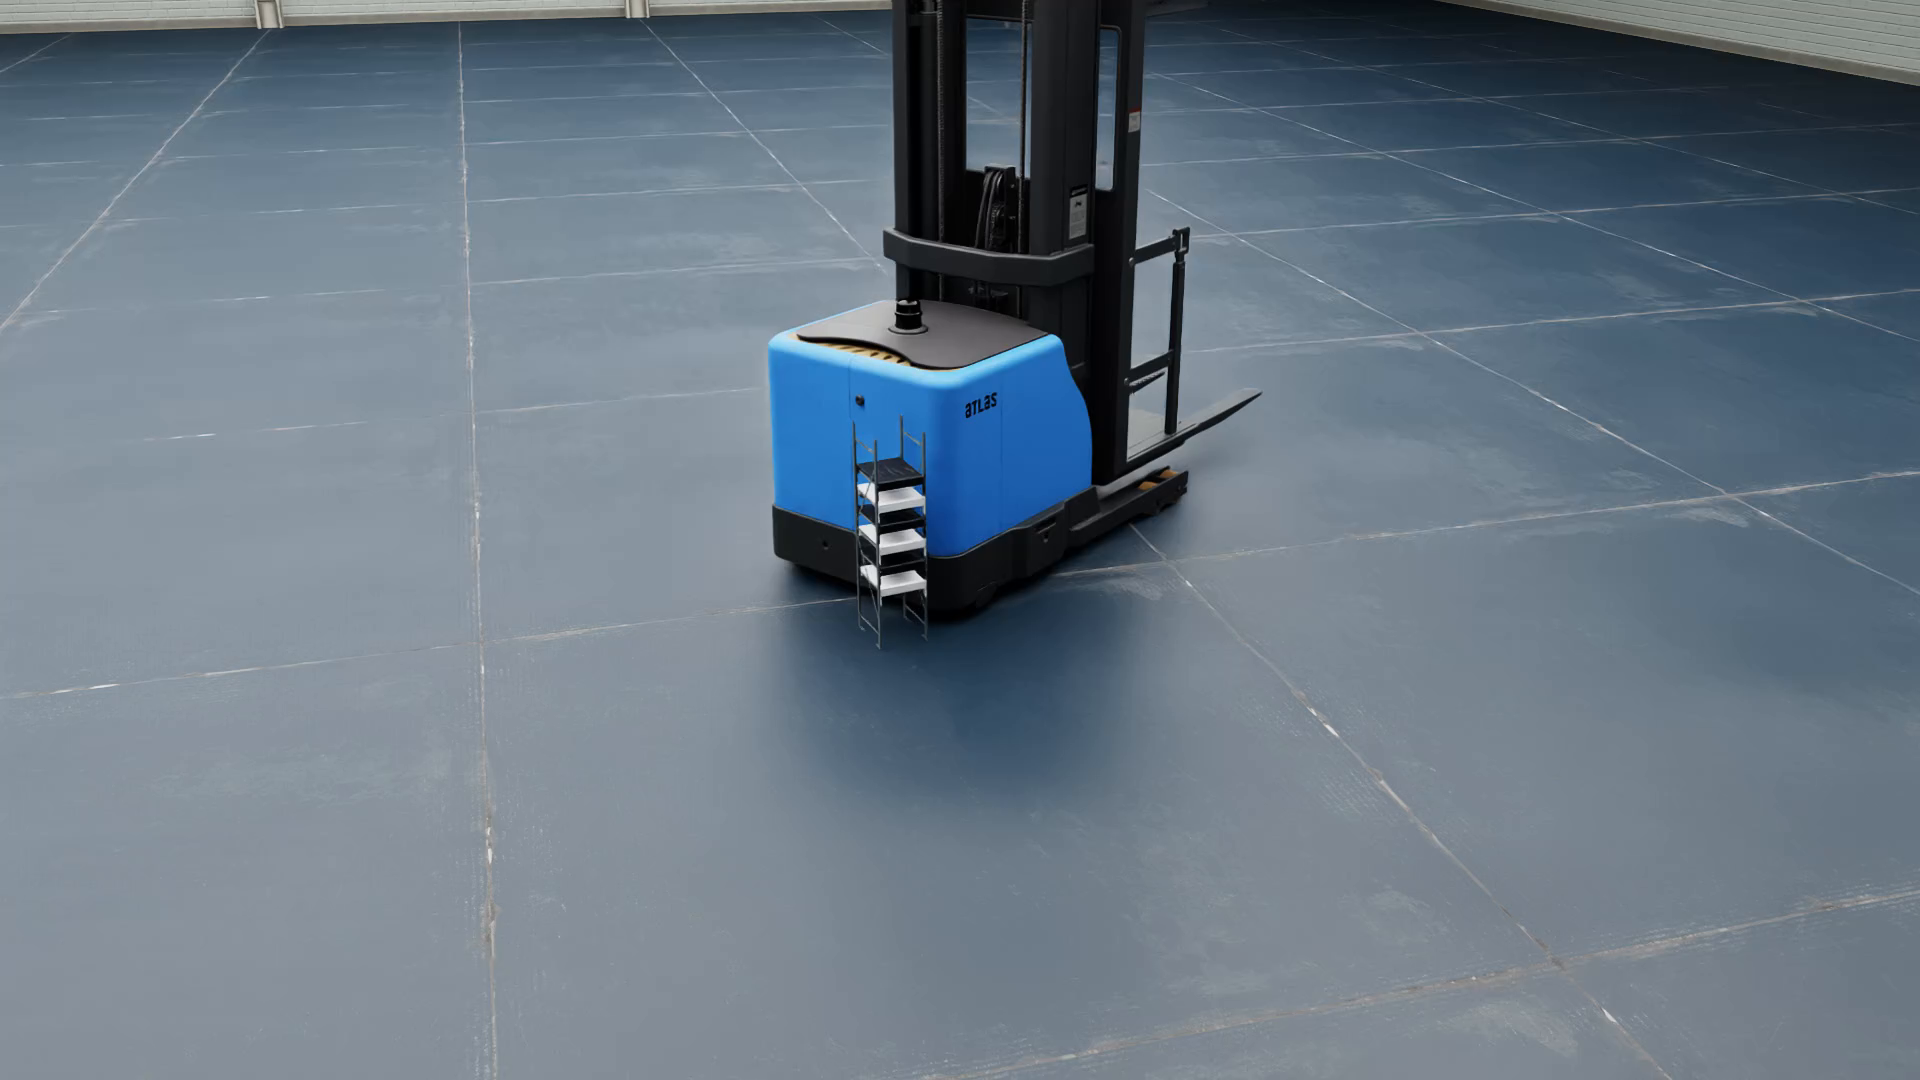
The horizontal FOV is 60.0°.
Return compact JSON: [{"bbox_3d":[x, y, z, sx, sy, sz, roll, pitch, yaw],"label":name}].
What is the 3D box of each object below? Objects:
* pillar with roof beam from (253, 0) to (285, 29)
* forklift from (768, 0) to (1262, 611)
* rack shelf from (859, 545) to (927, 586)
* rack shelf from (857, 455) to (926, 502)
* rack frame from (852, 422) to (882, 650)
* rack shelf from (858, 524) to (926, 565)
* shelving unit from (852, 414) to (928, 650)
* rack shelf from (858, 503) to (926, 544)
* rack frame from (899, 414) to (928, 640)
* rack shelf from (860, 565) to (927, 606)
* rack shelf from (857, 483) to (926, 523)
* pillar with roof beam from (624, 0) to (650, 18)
[{"bbox_3d":[-10.246,-10.997,21.966,0.400,9.000,9.100,-6,24,-14],"label":"pillar with roof beam"},{"bbox_3d":[0.466,-1.569,7.690,1.130,2.935,3.031,17,28,34],"label":"forklift"},{"bbox_3d":[-0.278,0.085,6.722,0.200,0.077,0.258,-11,25,-23],"label":"rack shelf"},{"bbox_3d":[-0.280,-0.246,6.580,0.200,0.077,0.258,-11,25,-23],"label":"rack shelf"},{"bbox_3d":[-0.371,-0.011,6.634,0.006,0.900,0.240,-11,25,-23],"label":"rack frame"},{"bbox_3d":[-0.278,0.002,6.687,0.200,0.077,0.258,-11,25,-23],"label":"rack shelf"},{"bbox_3d":[-0.278,-0.028,6.673,0.210,0.900,0.258,-11,25,-23],"label":"shelving unit"},{"bbox_3d":[-0.279,-0.080,6.651,0.200,0.077,0.258,-11,25,-23],"label":"rack shelf"},{"bbox_3d":[-0.186,-0.046,6.713,0.006,0.900,0.240,-11,25,-23],"label":"rack frame"},{"bbox_3d":[-0.278,0.168,6.758,0.200,0.077,0.258,-11,25,-23],"label":"rack shelf"},{"bbox_3d":[-0.279,-0.163,6.615,0.200,0.077,0.258,-11,25,-23],"label":"rack shelf"},{"bbox_3d":[-4.469,-11.636,23.455,0.400,9.000,9.100,-6,24,-14],"label":"pillar with roof beam"}]
